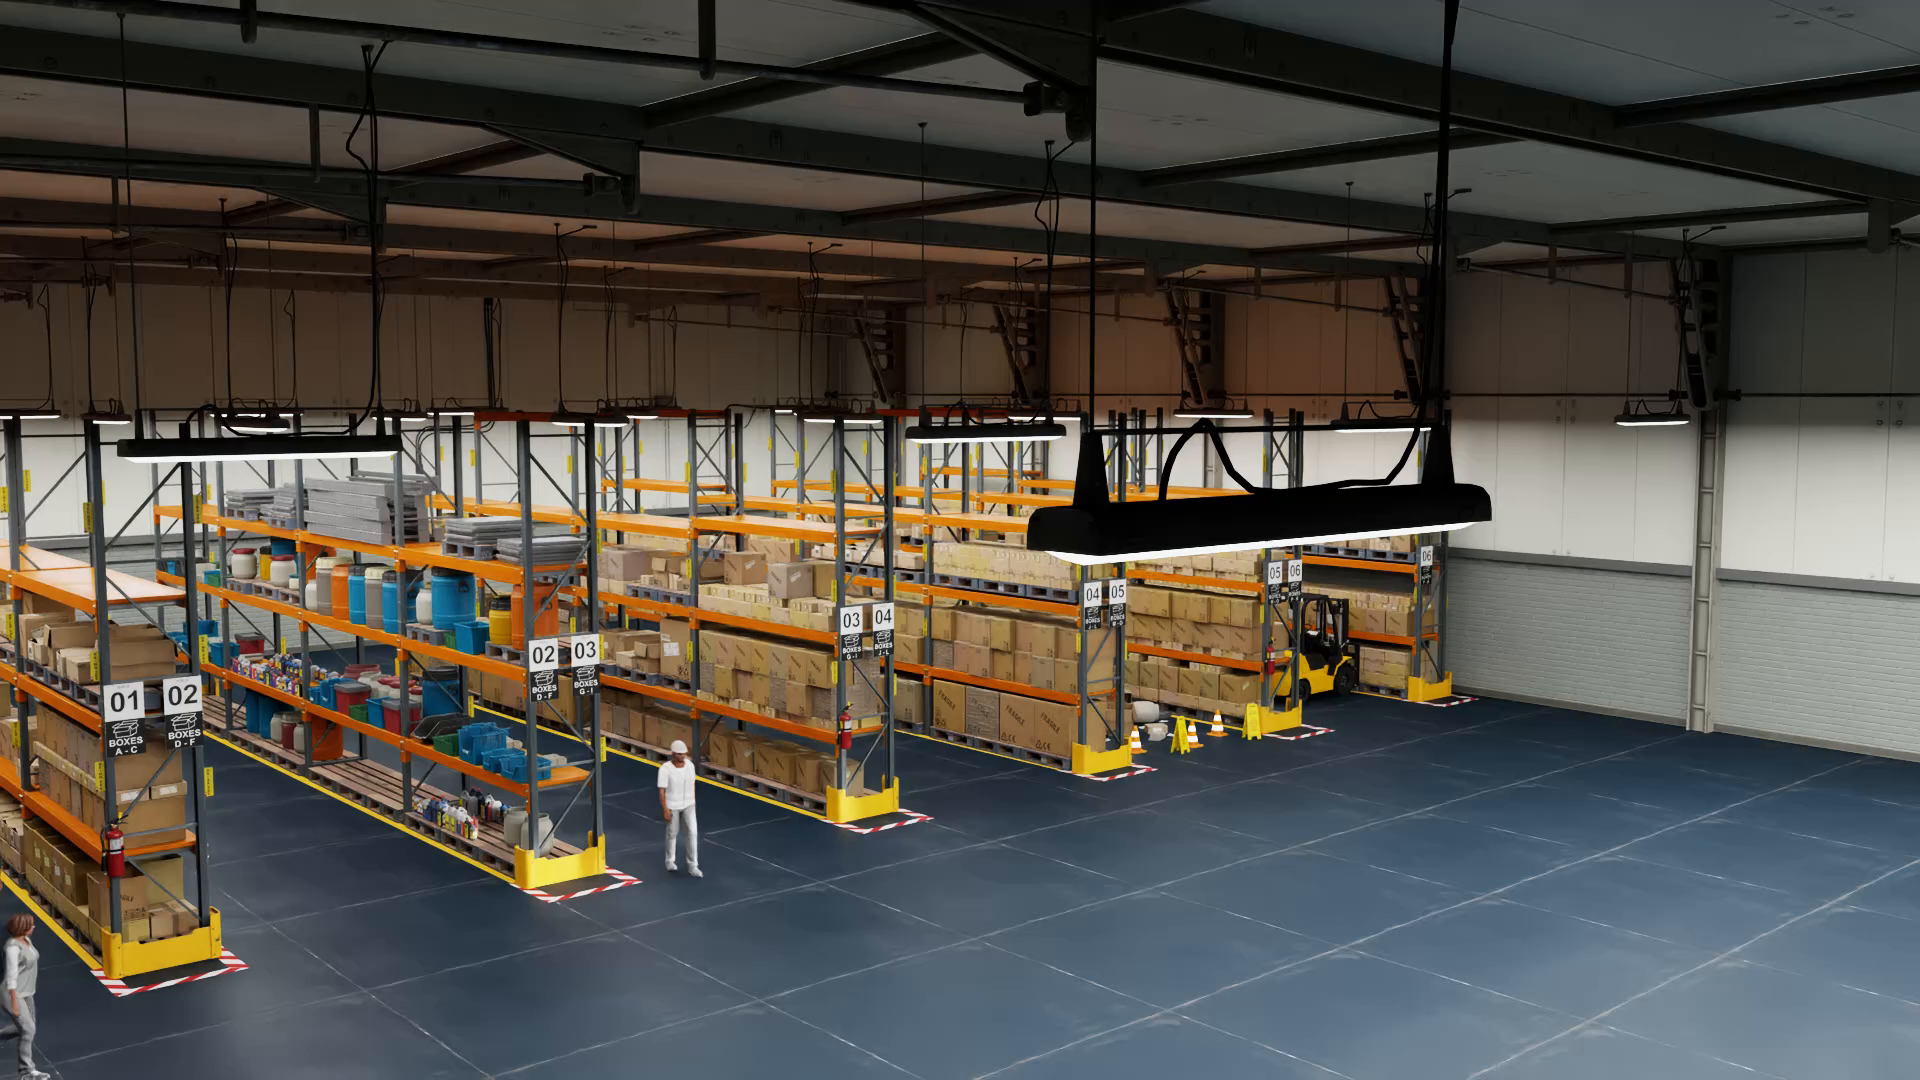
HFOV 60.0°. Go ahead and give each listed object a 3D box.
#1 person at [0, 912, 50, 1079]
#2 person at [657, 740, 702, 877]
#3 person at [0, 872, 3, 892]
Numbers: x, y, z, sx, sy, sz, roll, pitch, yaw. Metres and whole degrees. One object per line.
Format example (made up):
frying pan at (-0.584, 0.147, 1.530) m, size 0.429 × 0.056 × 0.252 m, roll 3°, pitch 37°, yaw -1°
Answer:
person at (-8.744, 4.197, 15.292) m, size 0.718 × 1.555 × 0.410 m, roll 0°, pitch 5°, yaw -4°
person at (-3.670, 3.521, 21.933) m, size 0.621 × 1.754 × 0.723 m, roll -3°, pitch 6°, yaw -34°
person at (-10.887, 3.924, 18.426) m, size 0.746 × 1.635 × 0.562 m, roll 4°, pitch 6°, yaw 36°
